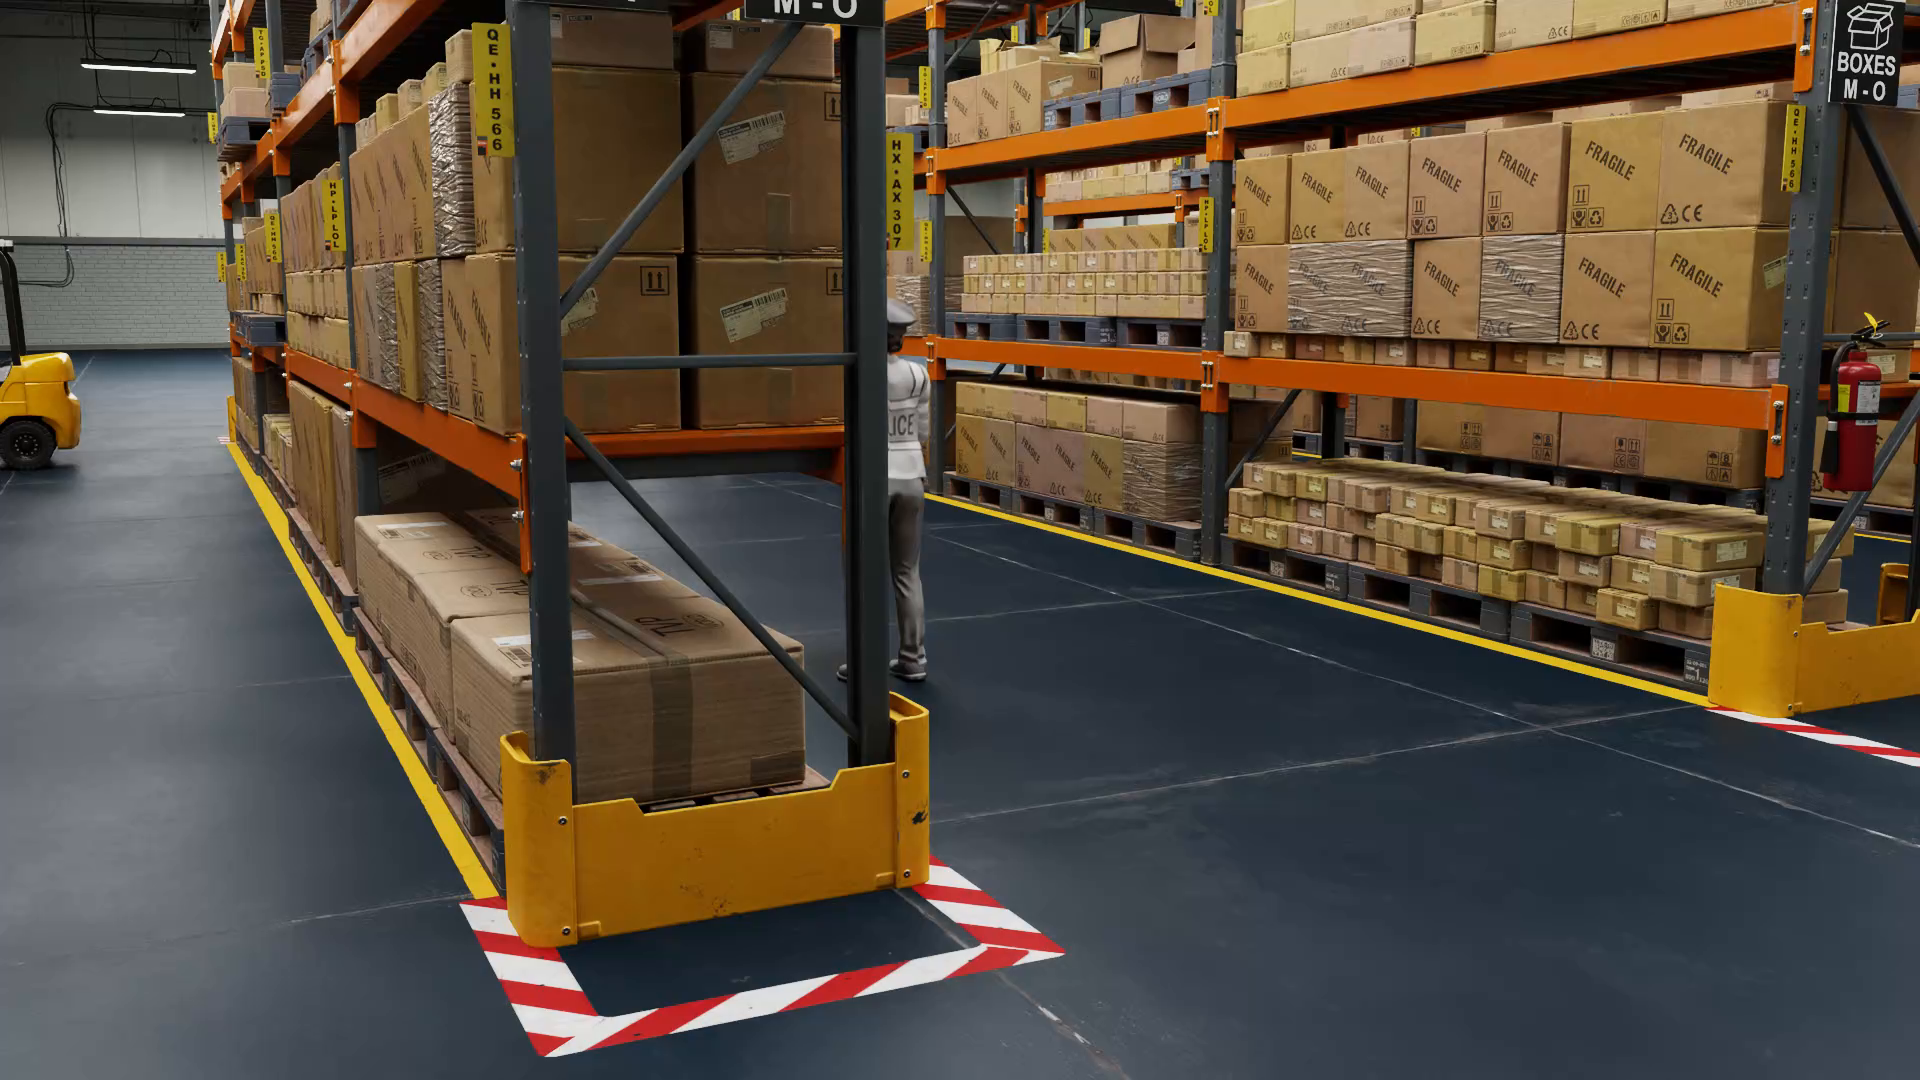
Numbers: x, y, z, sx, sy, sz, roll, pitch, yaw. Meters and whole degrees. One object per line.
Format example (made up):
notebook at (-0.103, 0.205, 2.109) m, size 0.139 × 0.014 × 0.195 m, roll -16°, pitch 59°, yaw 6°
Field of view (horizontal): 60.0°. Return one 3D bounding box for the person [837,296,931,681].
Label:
person at (-0.365, -0.223, 7.258) m, size 0.459 × 1.679 × 0.543 m, roll -4°, pitch 10°, yaw -25°
